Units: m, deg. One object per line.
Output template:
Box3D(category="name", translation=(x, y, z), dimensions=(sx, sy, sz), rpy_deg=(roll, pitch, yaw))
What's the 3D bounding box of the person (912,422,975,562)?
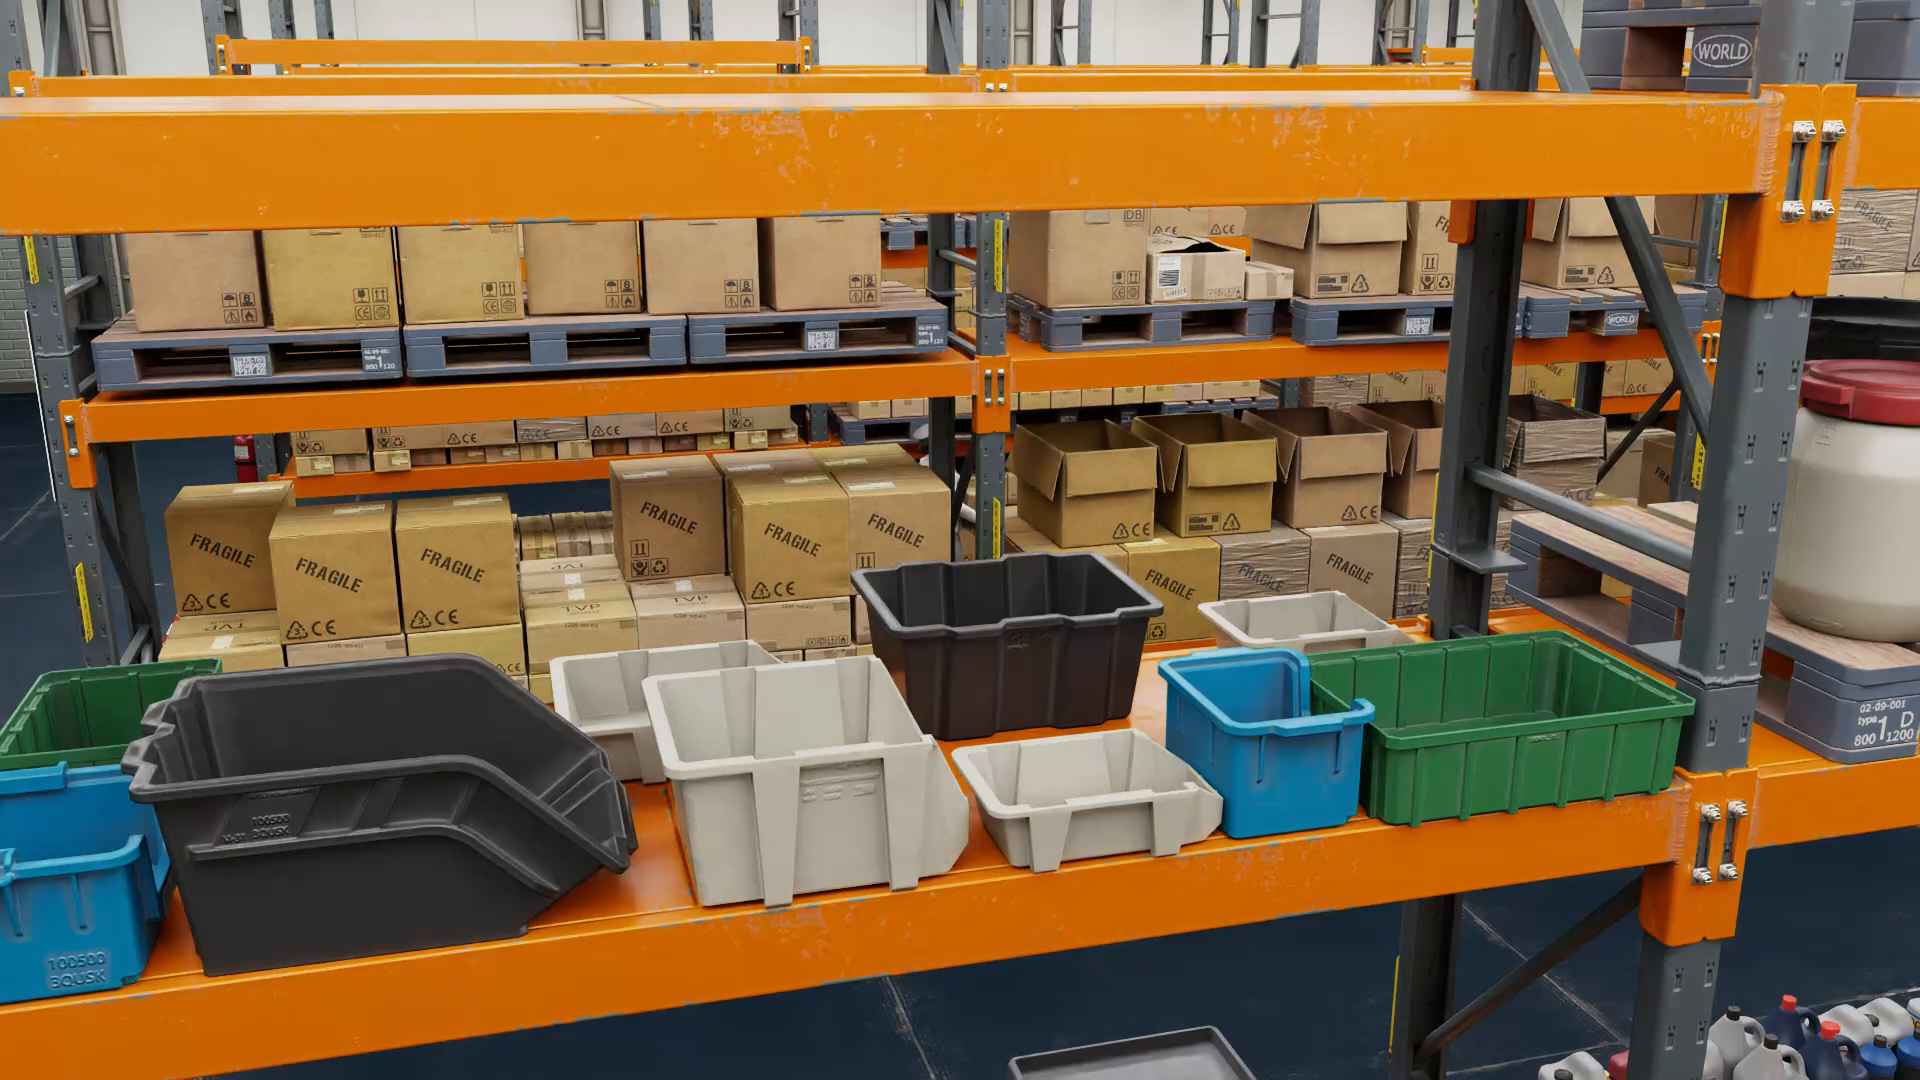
Box3D(category="person", translation=(-0.063, -0.063, 12.201), dimensions=(0.563, 1.686, 0.461), rpy_deg=(-5, 17, -15))
